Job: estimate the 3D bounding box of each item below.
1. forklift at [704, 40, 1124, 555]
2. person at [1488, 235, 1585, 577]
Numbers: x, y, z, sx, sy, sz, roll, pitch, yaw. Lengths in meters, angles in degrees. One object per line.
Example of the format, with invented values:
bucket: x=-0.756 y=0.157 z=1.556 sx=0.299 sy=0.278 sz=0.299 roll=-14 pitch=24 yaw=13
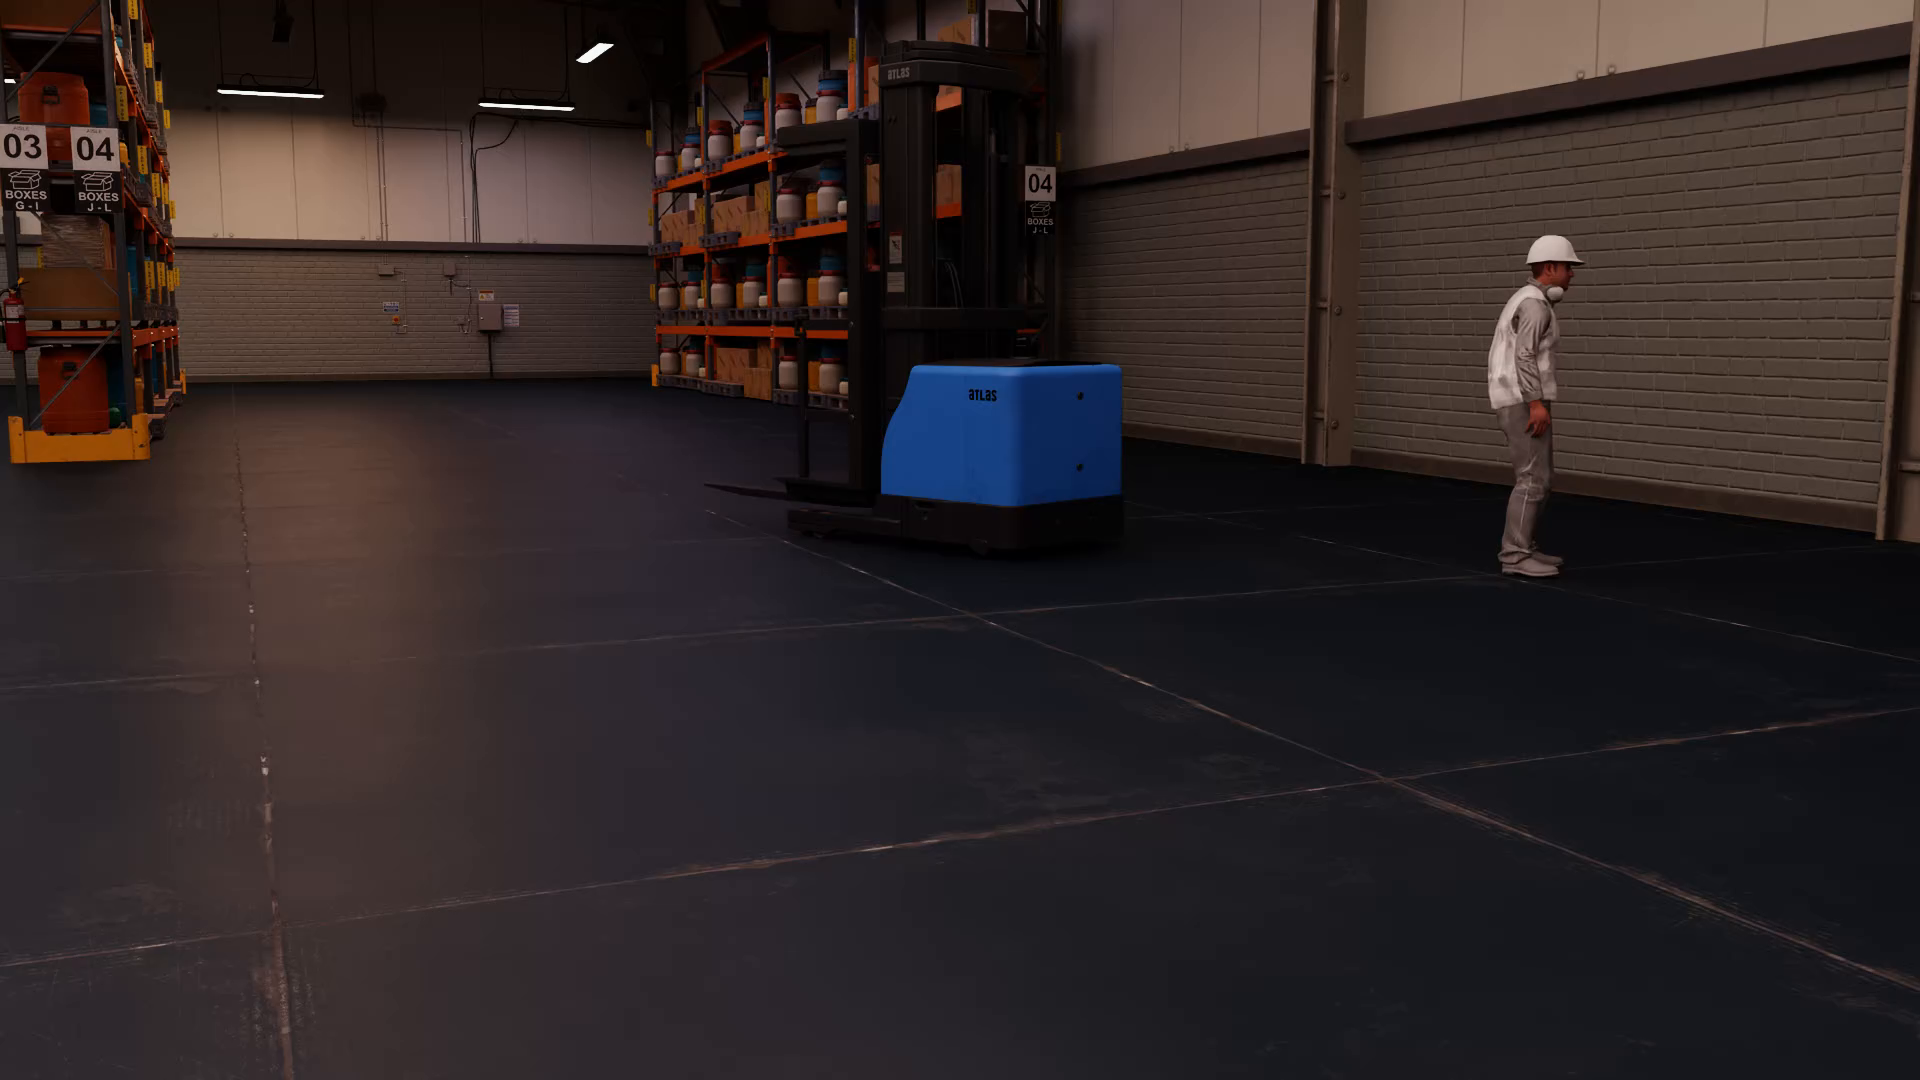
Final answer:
forklift: x=-0.436 y=-1.509 z=10.383 sx=3.031 sy=2.935 sz=1.130 roll=7 pitch=10 yaw=44
person: x=3.032 y=-0.715 z=8.810 sx=0.465 sy=1.770 sz=0.590 roll=3 pitch=8 yaw=20
